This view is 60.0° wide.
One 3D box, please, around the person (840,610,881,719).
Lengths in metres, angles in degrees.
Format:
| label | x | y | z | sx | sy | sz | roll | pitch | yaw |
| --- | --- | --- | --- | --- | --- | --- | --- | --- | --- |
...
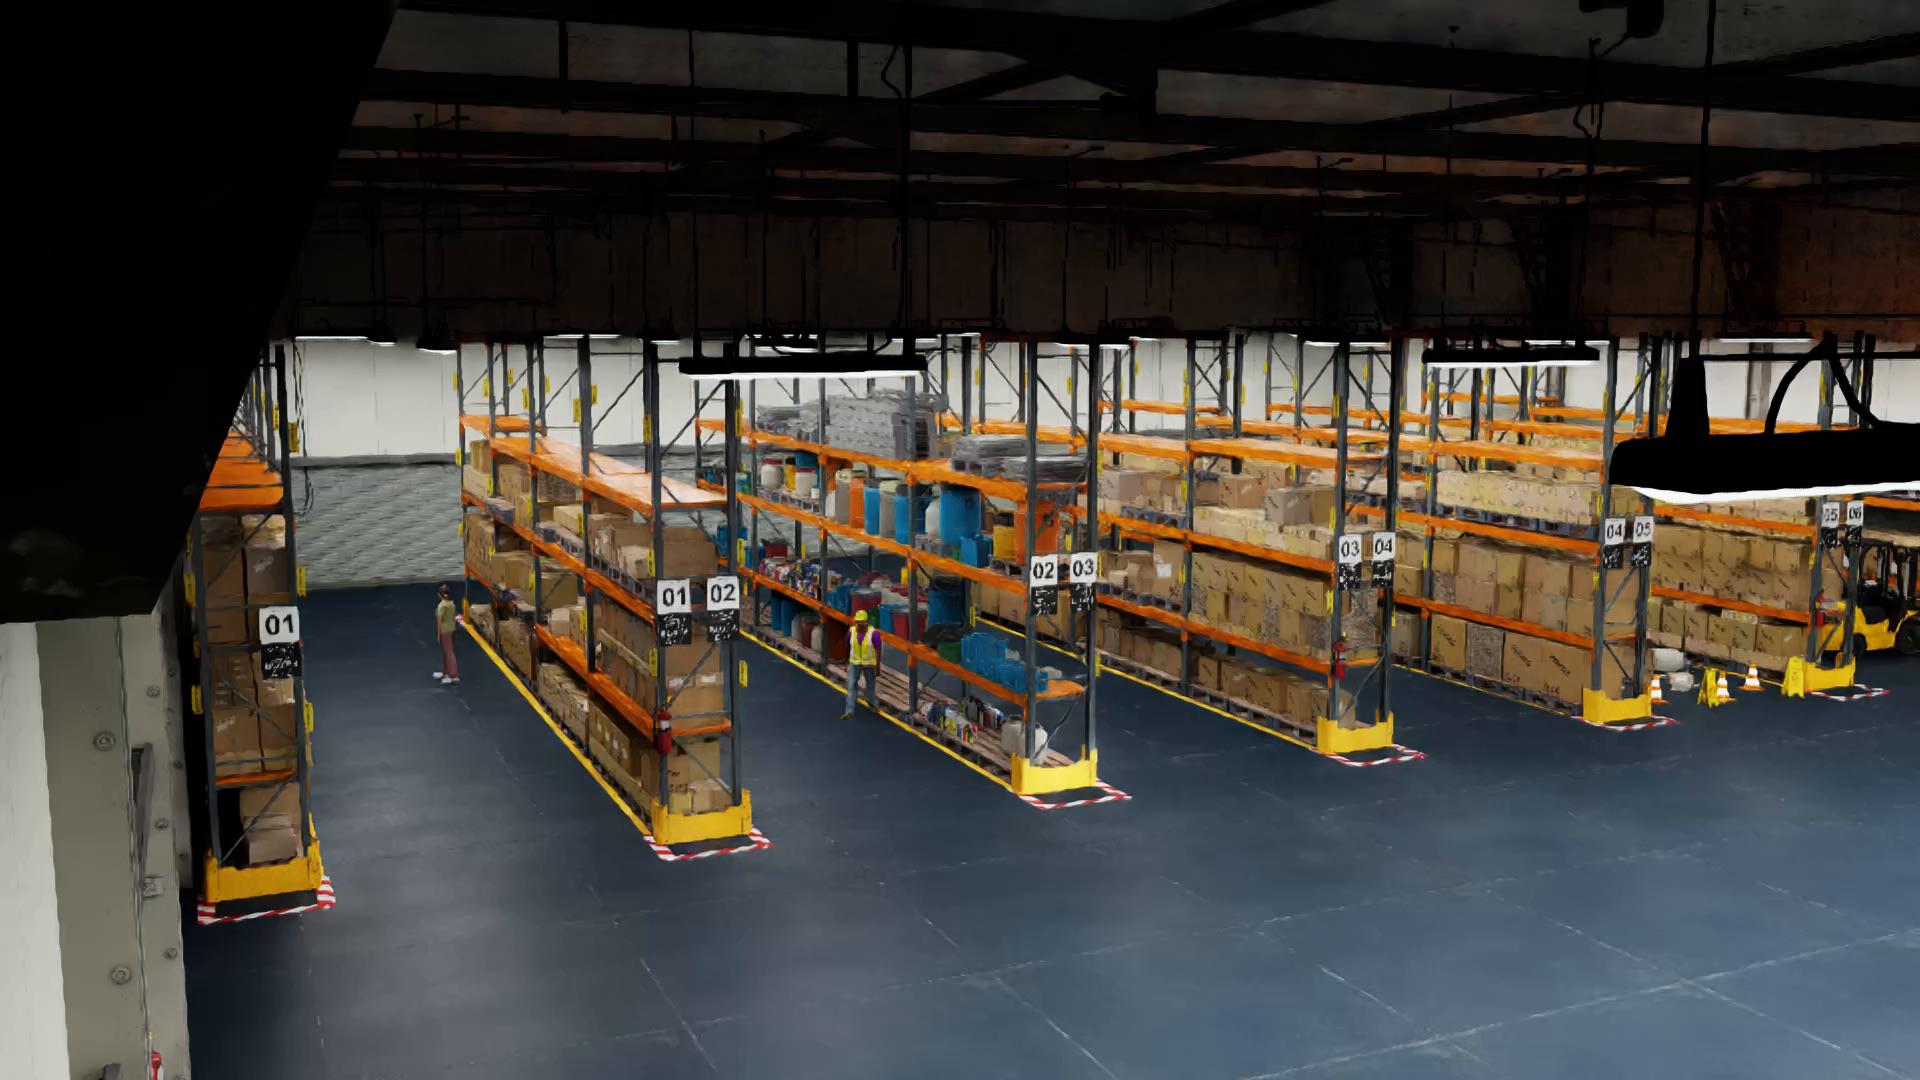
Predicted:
| label | x | y | z | sx | sy | sz | roll | pitch | yaw |
| --- | --- | --- | --- | --- | --- | --- | --- | --- | --- |
| person | -1.550 | 1.939 | 26.233 | 0.620 | 1.705 | 0.920 | 1 | 8 | 7 |

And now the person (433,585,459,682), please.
| label | x | y | z | sx | sy | sz | roll | pitch | yaw |
| --- | --- | --- | --- | --- | --- | --- | --- | --- | --- |
| person | -8.950 | 1.603 | 28.875 | 0.569 | 1.668 | 0.535 | 1 | 8 | 8 |
